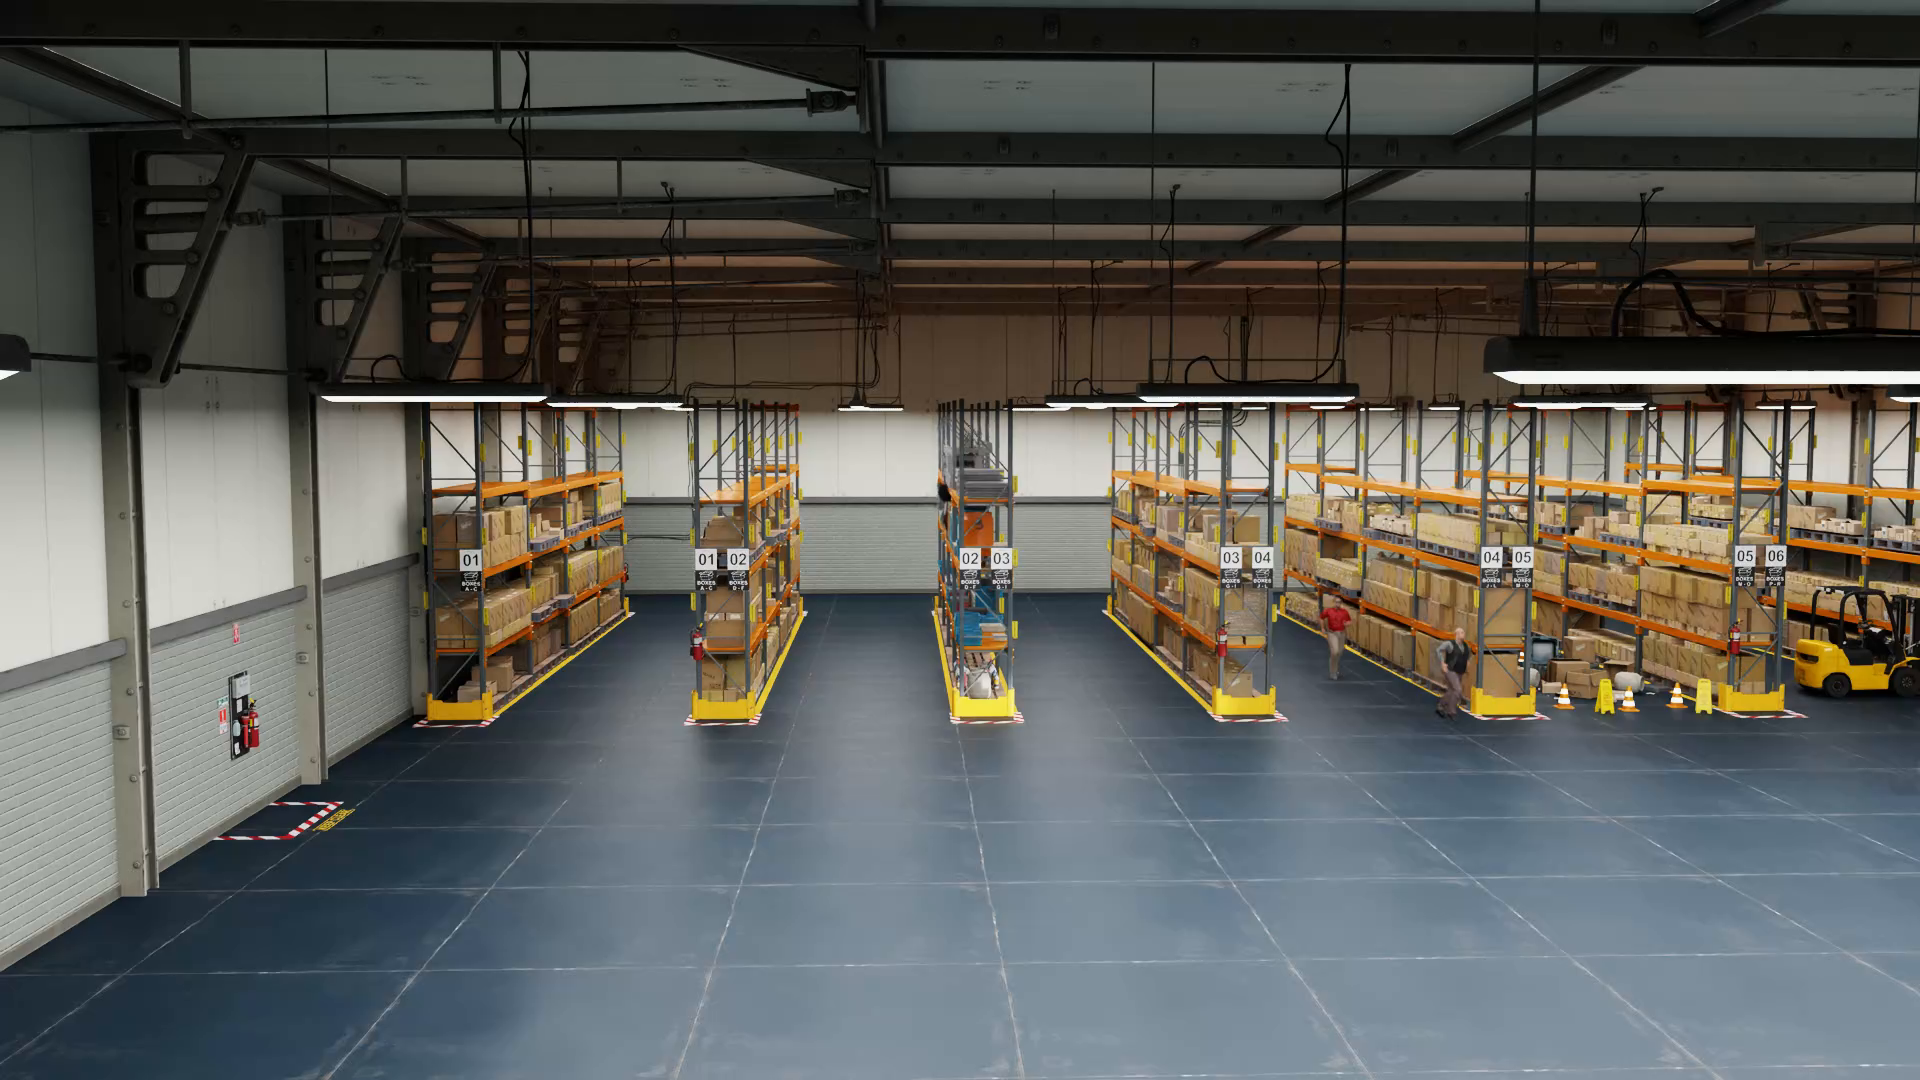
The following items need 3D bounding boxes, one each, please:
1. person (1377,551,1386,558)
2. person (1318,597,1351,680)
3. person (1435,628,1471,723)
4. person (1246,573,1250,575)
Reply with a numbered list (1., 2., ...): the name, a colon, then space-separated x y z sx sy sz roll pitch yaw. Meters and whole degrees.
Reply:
1. person: 12.540 1.176 49.109 0.894 1.701 0.589 0 4 0
2. person: 8.164 2.136 36.070 0.633 1.802 0.761 -1 4 -13
3. person: 9.272 2.517 31.138 0.629 1.754 0.712 -3 5 -32
4. person: 8.009 1.291 47.813 0.878 1.616 0.667 2 5 29
